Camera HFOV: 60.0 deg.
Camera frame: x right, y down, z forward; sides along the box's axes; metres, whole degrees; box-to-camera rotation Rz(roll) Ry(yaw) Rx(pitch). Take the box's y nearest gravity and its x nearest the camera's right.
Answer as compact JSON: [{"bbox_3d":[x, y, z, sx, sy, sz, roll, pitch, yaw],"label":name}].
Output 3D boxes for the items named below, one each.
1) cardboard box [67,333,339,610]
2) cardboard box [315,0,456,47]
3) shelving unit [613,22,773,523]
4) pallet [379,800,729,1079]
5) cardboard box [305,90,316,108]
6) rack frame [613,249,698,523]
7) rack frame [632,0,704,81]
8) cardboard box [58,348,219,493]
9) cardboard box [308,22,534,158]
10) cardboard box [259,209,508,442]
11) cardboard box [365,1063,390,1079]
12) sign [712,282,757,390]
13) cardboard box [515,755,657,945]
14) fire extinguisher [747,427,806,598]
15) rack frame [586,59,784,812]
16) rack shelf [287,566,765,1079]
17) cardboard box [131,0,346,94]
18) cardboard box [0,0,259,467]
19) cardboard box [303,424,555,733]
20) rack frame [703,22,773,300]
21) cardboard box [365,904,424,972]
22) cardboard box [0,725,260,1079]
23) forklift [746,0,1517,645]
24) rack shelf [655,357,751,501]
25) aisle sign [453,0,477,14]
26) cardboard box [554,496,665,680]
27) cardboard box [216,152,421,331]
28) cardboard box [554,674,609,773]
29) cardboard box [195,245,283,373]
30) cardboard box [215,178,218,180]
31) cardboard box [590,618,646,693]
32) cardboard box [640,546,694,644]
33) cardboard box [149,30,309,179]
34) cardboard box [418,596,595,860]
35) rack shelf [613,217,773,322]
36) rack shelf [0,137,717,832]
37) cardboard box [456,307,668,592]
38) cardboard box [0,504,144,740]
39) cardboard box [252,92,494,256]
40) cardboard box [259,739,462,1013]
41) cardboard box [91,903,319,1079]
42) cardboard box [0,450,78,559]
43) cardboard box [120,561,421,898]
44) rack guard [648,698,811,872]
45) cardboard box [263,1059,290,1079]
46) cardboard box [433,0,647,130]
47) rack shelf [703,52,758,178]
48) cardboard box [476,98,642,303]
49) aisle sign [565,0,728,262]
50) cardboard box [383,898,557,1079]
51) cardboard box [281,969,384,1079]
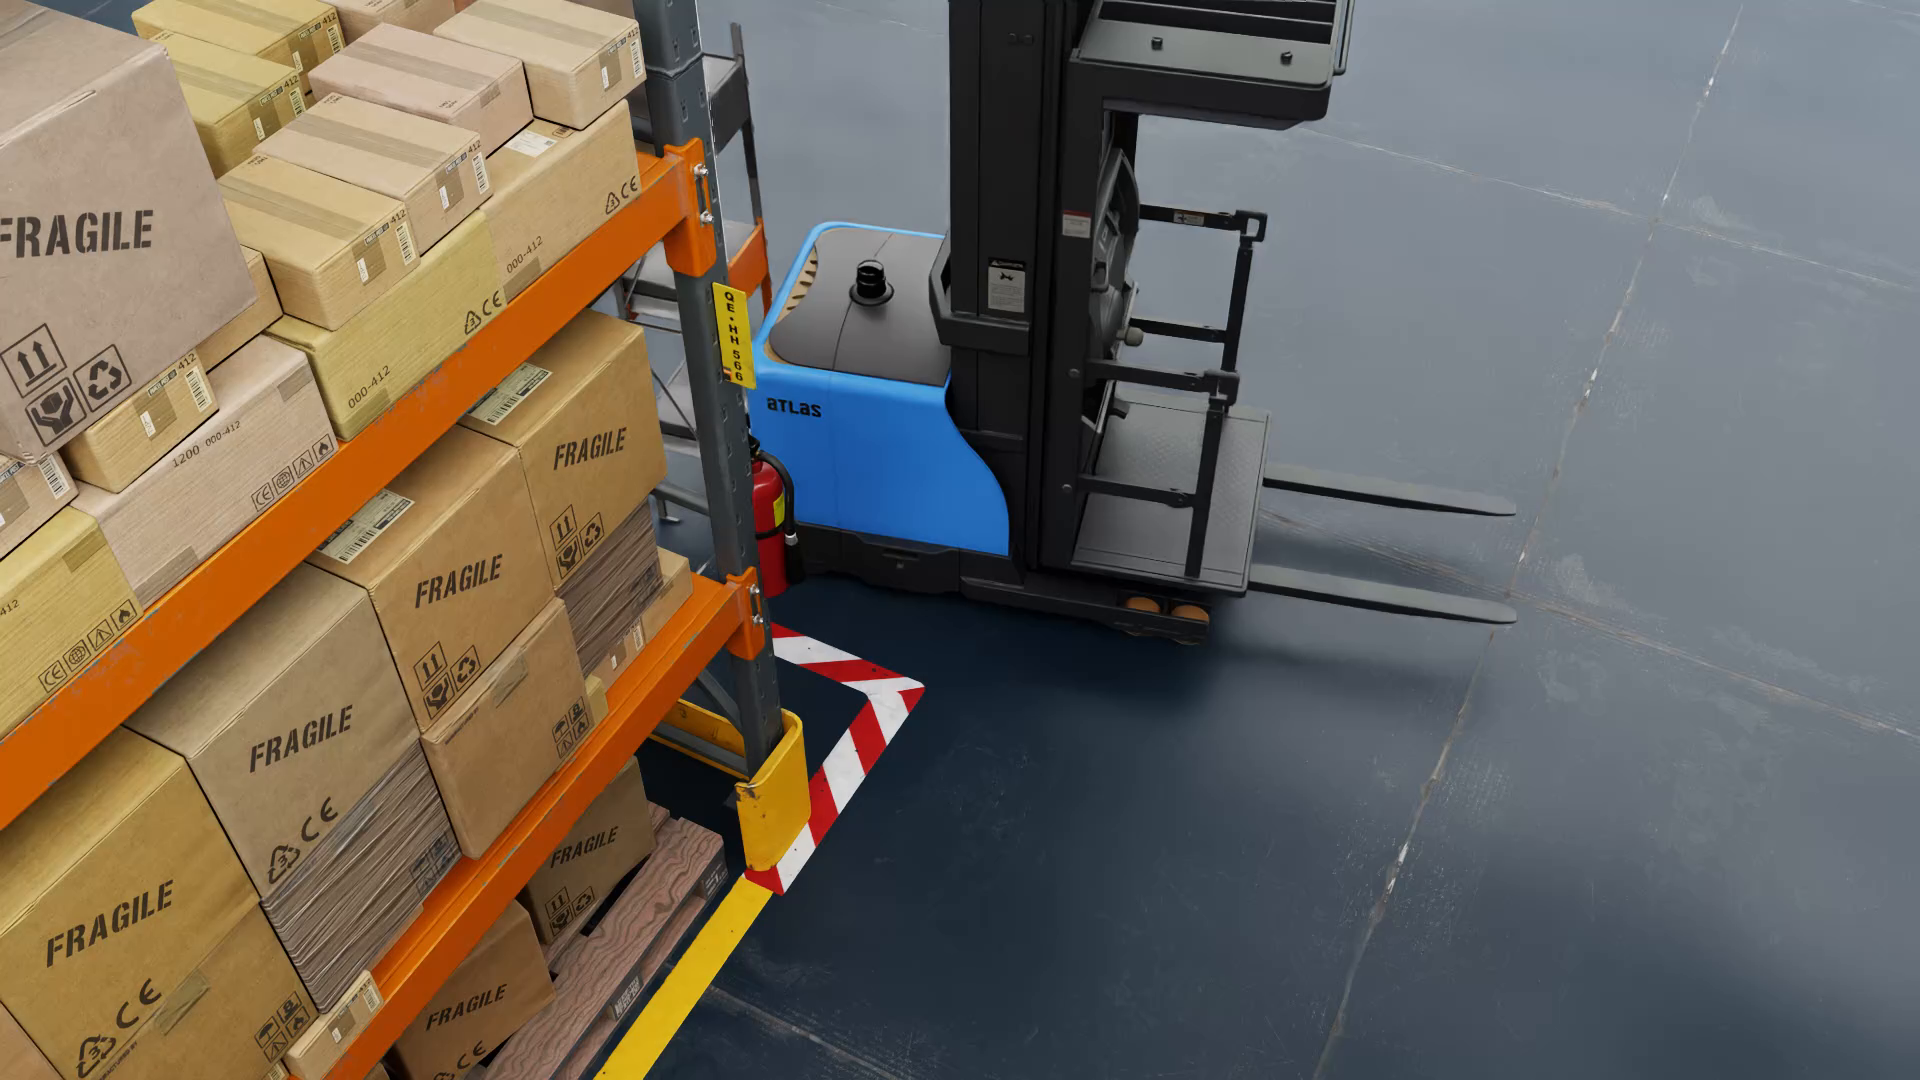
[{"bbox_3d":[-1.553,-0.195,3.110,0.500,0.250,0.500,21,49,20],"label":"cardboard box"},{"bbox_3d":[-1.413,-1.261,3.883,0.380,0.149,0.250,20,49,19],"label":"cardboard box"},{"bbox_3d":[-1.031,-0.958,6.495,0.431,2.100,0.503,13,47,14],"label":"shelving unit"},{"bbox_3d":[-1.524,1.312,5.585,1.003,0.211,1.213,20,49,19],"label":"pallet"},{"bbox_3d":[-1.533,-1.000,3.905,0.500,0.250,0.500,22,49,20],"label":"cardboard box"},{"bbox_3d":[-1.111,-0.794,6.333,0.400,2.100,0.015,13,47,14],"label":"rack frame"},{"bbox_3d":[-1.080,-2.325,3.001,1.000,3.000,0.127,20,49,19],"label":"rack frame"},{"bbox_3d":[-1.543,-0.263,2.897,0.380,0.149,0.250,18,48,17],"label":"cardboard box"},{"bbox_3d":[-1.157,-0.955,3.581,0.380,0.149,0.250,19,48,18],"label":"cardboard box"},{"bbox_3d":[-1.308,-0.515,3.426,0.500,0.250,0.500,21,49,19],"label":"cardboard box"},{"bbox_3d":[-1.939,1.679,4.724,0.500,0.500,0.500,25,50,23],"label":"cardboard box"},{"bbox_3d":[-0.598,-0.538,4.417,0.100,0.325,0.005,20,49,19],"label":"sign"},{"bbox_3d":[-1.385,0.903,5.491,0.500,0.500,0.500,29,52,26],"label":"cardboard box"},{"bbox_3d":[-0.619,-0.109,5.083,0.296,0.674,0.183,20,49,19],"label":"fire extinguisher"},{"bbox_3d":[-1.080,-0.216,5.134,1.000,3.000,0.127,20,49,19],"label":"rack frame"},{"bbox_3d":[-2.008,1.297,4.145,1.077,0.370,4.000,20,49,19],"label":"rack shelf"},{"bbox_3d":[-1.619,-1.129,3.753,0.380,0.149,0.250,21,49,20],"label":"cardboard box"},{"bbox_3d":[-1.575,-0.526,2.701,0.500,0.500,0.500,20,49,19],"label":"cardboard box"},{"bbox_3d":[-1.343,0.038,3.901,0.500,0.500,0.500,20,49,19],"label":"cardboard box"},{"bbox_3d":[-0.952,-1.122,6.658,0.400,2.100,0.015,13,47,14],"label":"rack frame"},{"bbox_3d":[-1.595,0.913,4.195,0.380,0.149,0.250,20,49,19],"label":"cardboard box"},{"bbox_3d":[-1.817,0.664,3.282,0.500,0.500,0.500,20,49,19],"label":"cardboard box"},{"bbox_3d":[0.745,-1.030,5.987,3.031,2.935,1.130,9,46,9],"label":"forklift"},{"bbox_3d":[-1.021,-0.454,7.000,0.431,0.518,0.480,13,47,14],"label":"rack shelf"},{"bbox_3d":[-1.317,-1.268,4.346,0.394,0.787,0.004,20,49,19],"label":"aisle sign"},{"bbox_3d":[-1.360,-0.018,4.660,0.875,0.500,0.500,20,49,19],"label":"cardboard box"},{"bbox_3d":[-1.283,-0.580,3.210,0.380,0.149,0.250,21,49,19],"label":"cardboard box"},{"bbox_3d":[-1.217,0.452,4.651,0.380,0.149,0.250,20,49,19],"label":"cardboard box"},{"bbox_3d":[-1.508,-0.465,3.097,0.380,0.149,0.250,21,49,20],"label":"cardboard box"},{"bbox_3d":[-1.767,-0.673,3.582,0.500,0.250,0.500,19,48,18],"label":"cardboard box"},{"bbox_3d":[-1.146,0.277,4.824,0.380,0.149,0.250,20,49,19],"label":"cardboard box"},{"bbox_3d":[-1.029,0.120,4.979,0.380,0.149,0.250,20,49,19],"label":"cardboard box"},{"bbox_3d":[-1.627,-0.930,3.556,0.380,0.149,0.250,20,49,18],"label":"cardboard box"},{"bbox_3d":[-1.485,0.336,4.309,0.875,0.500,0.500,20,49,19],"label":"cardboard box"},{"bbox_3d":[-1.031,-0.948,6.505,0.431,0.518,0.480,13,47,14],"label":"rack shelf"},{"bbox_3d":[-2.008,0.242,3.078,1.077,0.370,4.000,20,49,19],"label":"rack shelf"},{"bbox_3d":[-1.116,-0.279,4.214,0.500,0.500,0.500,20,49,19],"label":"cardboard box"},{"bbox_3d":[-1.782,0.124,2.795,0.500,0.250,0.500,20,49,18],"label":"cardboard box"},{"bbox_3d":[-1.187,-0.746,3.374,0.380,0.149,0.250,18,48,17],"label":"cardboard box"},{"bbox_3d":[-1.756,0.637,4.012,0.875,0.500,0.500,20,49,19],"label":"cardboard box"},{"bbox_3d":[-1.998,0.948,3.704,0.875,0.500,0.500,20,49,19],"label":"cardboard box"},{"bbox_3d":[-1.711,-0.105,2.741,0.380,0.149,0.250,18,48,17],"label":"cardboard box"},{"bbox_3d":[-1.578,0.352,3.591,0.500,0.500,0.500,20,49,19],"label":"cardboard box"},{"bbox_3d":[-1.115,0.711,5.976,1.175,0.500,0.348,20,49,19],"label":"rack guard"},{"bbox_3d":[-1.810,1.234,3.878,0.380,0.149,0.250,20,49,19],"label":"cardboard box"},{"bbox_3d":[-0.932,-1.080,3.704,0.380,0.149,0.250,20,49,19],"label":"cardboard box"},{"bbox_3d":[-1.041,-1.443,6.010,0.431,0.518,0.480,13,47,14],"label":"rack shelf"},{"bbox_3d":[-1.079,-0.830,3.738,0.500,0.250,0.500,22,49,20],"label":"cardboard box"},{"bbox_3d":[-0.786,-1.070,4.151,0.394,0.787,0.004,20,49,19],"label":"aisle sign"},{"bbox_3d":[-1.632,1.291,5.107,0.500,0.500,0.500,33,54,29],"label":"cardboard box"},{"bbox_3d":[-1.633,1.100,4.011,0.380,0.149,0.250,20,49,19],"label":"cardboard box"}]
